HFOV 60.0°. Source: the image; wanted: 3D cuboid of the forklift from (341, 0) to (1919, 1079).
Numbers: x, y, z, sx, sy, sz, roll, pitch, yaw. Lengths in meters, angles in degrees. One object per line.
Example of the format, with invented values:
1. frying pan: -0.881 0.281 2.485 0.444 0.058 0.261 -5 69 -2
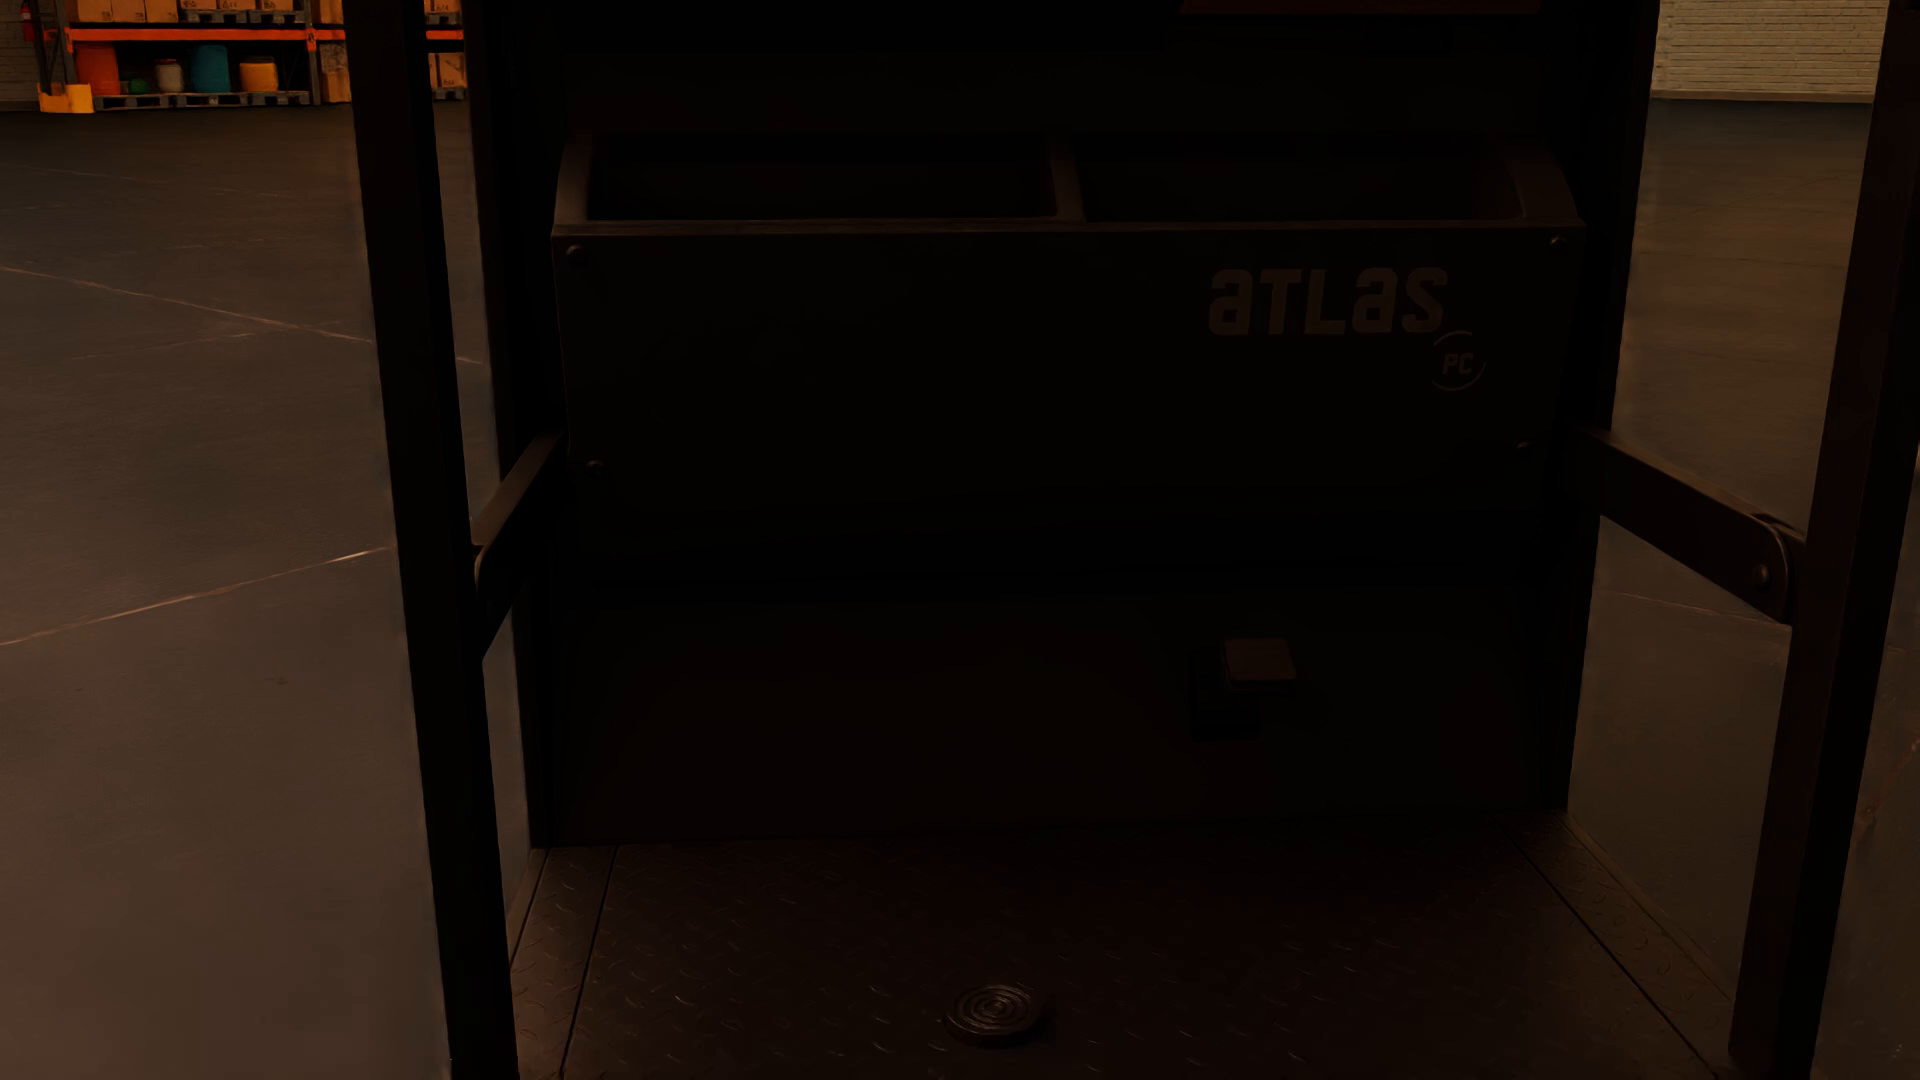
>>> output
1. forklift: 0.122 -0.701 1.207 1.130 2.935 3.031 -1 17 -5
